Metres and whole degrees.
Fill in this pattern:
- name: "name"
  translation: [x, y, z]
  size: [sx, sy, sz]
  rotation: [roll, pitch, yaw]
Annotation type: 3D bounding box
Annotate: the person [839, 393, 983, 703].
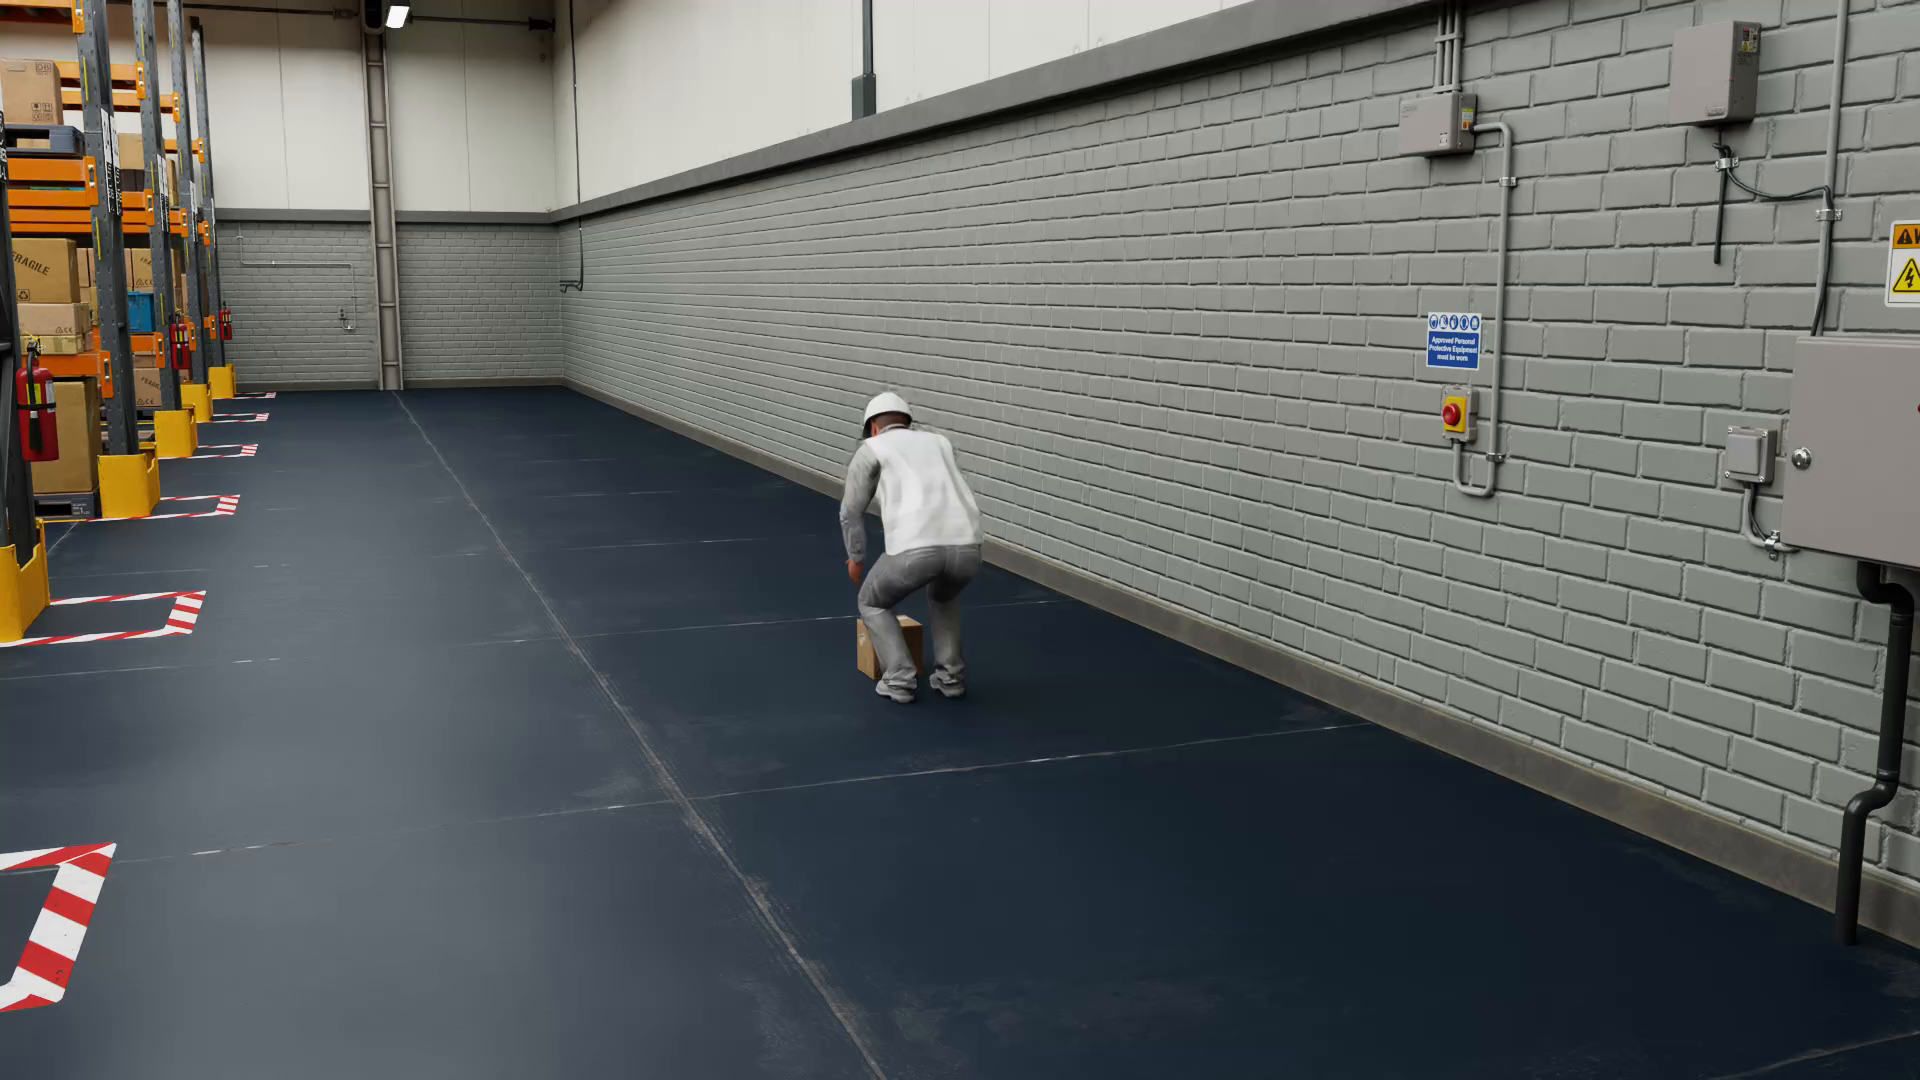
- name: "person"
  translation: [-0.233, 0.029, 7.556]
  size: [0.589, 1.360, 0.799]
  rotation: [-3, 9, -21]
